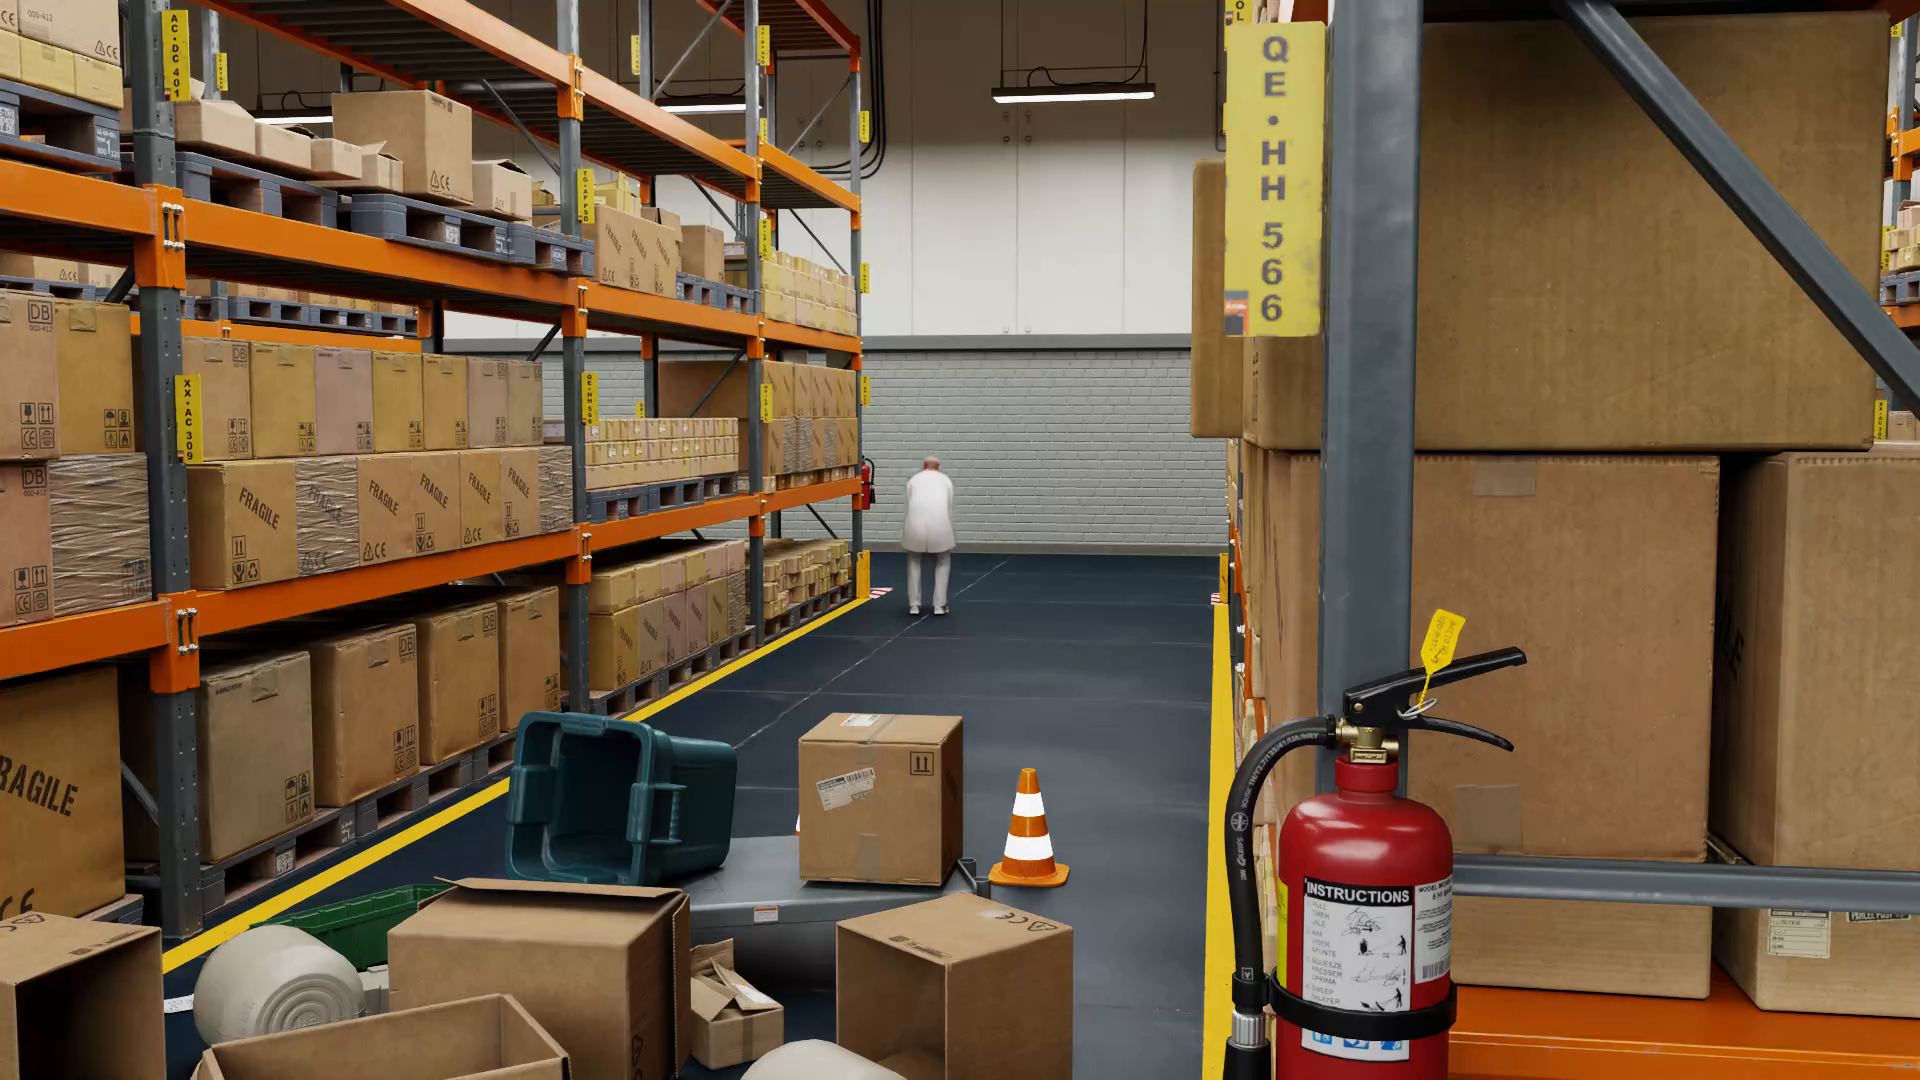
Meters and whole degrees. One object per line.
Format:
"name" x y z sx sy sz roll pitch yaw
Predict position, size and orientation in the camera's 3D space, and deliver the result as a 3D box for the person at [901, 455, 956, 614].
"person" -0.301 -0.055 16.727 0.547 1.568 0.760 0 4 6
